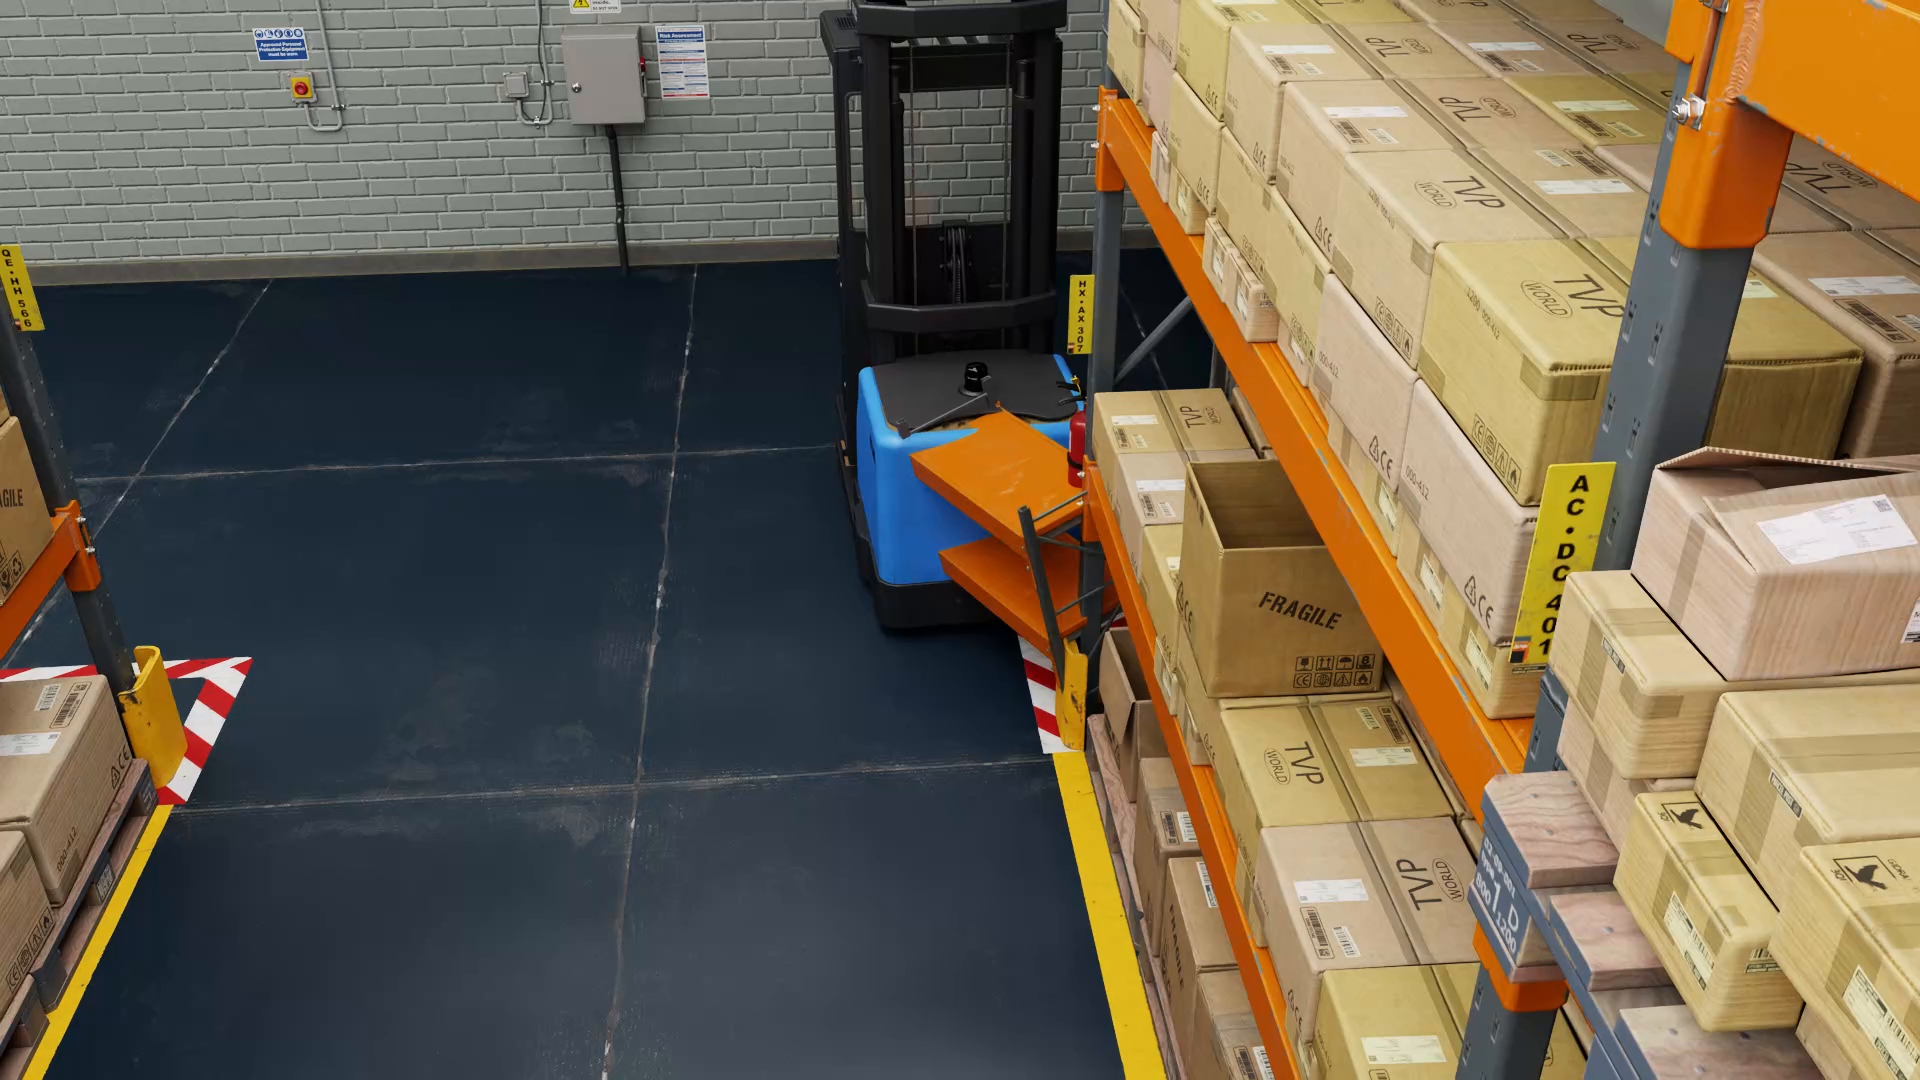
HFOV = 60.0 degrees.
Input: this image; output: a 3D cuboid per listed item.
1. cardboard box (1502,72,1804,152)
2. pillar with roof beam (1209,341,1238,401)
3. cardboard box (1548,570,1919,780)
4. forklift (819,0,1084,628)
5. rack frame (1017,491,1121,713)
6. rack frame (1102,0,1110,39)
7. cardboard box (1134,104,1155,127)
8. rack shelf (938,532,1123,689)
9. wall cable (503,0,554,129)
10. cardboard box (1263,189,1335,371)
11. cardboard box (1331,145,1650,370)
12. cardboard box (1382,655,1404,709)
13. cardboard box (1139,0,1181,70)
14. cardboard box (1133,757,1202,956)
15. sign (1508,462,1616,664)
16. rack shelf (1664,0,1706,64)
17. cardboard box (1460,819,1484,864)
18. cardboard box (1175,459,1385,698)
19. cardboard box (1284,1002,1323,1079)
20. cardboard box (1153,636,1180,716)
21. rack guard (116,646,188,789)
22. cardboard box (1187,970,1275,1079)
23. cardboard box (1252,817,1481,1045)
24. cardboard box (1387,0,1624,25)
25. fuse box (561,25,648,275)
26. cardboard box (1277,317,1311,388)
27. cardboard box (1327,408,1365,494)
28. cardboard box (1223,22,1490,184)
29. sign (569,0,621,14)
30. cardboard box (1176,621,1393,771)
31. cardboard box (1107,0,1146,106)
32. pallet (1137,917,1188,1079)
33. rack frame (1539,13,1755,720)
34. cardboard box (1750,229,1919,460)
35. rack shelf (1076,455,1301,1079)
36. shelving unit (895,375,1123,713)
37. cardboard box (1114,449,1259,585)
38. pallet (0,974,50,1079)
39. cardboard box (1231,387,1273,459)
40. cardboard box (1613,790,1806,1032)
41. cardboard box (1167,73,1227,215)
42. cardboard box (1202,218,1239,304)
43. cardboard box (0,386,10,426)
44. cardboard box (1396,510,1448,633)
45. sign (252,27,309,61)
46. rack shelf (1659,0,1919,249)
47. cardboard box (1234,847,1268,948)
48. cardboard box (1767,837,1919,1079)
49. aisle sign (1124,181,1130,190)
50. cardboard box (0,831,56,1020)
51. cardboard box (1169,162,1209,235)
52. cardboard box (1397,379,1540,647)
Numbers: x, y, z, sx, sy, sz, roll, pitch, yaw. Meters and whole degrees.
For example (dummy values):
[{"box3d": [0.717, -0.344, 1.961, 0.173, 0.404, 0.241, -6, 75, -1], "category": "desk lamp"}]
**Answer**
[{"box3d": [1.511, -0.839, 3.672, 0.500, 0.250, 0.500, -3, 31, -5], "category": "cardboard box"}, {"box3d": [-2.629, -4.315, 7.198, 9.100, 9.000, 0.400, -3, 31, -5], "category": "pillar with roof beam"}, {"box3d": [0.977, 0.159, 2.081, 0.380, 0.149, 0.250, -2, 31, -3], "category": "cardboard box"}, {"box3d": [-0.099, -1.576, 8.531, 1.130, 2.935, 3.031, -5, 31, -8], "category": "forklift"}, {"box3d": [0.565, 0.222, 7.008, 0.500, 1.125, 0.032, -28, 36, -19], "category": "rack frame"}, {"box3d": [1.012, -3.101, 5.167, 1.000, 3.000, 0.127, -3, 31, -5], "category": "rack frame"}, {"box3d": [0.810, -1.532, 5.709, 0.380, 0.149, 0.250, -2, 31, -4], "category": "cardboard box"}, {"box3d": [0.360, 0.217, 7.534, 0.538, 0.278, 1.000, -28, 36, -19], "category": "rack shelf"}, {"box3d": [-3.069, -3.674, 10.985, 0.588, 1.984, 0.122, -3, 31, -5], "category": "wall cable"}, {"box3d": [0.996, -0.596, 3.753, 0.500, 0.250, 0.500, -2, 31, -4], "category": "cardboard box"}, {"box3d": [1.043, -0.554, 3.196, 0.500, 0.250, 0.500, -3, 31, -5], "category": "cardboard box"}, {"box3d": [1.456, 0.416, 4.984, 0.500, 0.250, 0.500, -3, 31, -5], "category": "cardboard box"}, {"box3d": [0.832, -1.592, 4.934, 0.500, 0.250, 0.500, -3, 31, -5], "category": "cardboard box"}, {"box3d": [1.016, 1.122, 5.974, 0.700, 0.500, 0.500, -2, 31, -3], "category": "cardboard box"}, {"box3d": [0.846, 0.037, 2.334, 0.100, 0.325, 0.005, -3, 31, -5], "category": "sign"}, {"box3d": [1.199, -1.770, 3.642, 1.077, 0.370, 4.000, -3, 31, -5], "category": "rack shelf"}, {"box3d": [1.554, 0.932, 4.121, 0.500, 0.250, 0.500, -3, 31, -5], "category": "cardboard box"}, {"box3d": [0.926, 0.099, 4.783, 0.500, 0.500, 0.500, -2, 31, -3], "category": "cardboard box"}, {"box3d": [1.010, 1.210, 4.044, 0.380, 0.149, 0.250, -2, 31, -3], "category": "cardboard box"}, {"box3d": [0.840, 0.423, 5.361, 0.380, 0.149, 0.250, -4, 31, -6], "category": "cardboard box"}, {"box3d": [-3.932, 0.775, 6.965, 1.175, 0.500, 0.348, -3, 31, -5], "category": "rack guard"}, {"box3d": [1.113, 1.652, 5.087, 0.700, 0.500, 0.500, -4, 31, -6], "category": "cardboard box"}, {"box3d": [1.033, 0.950, 4.091, 0.500, 0.250, 0.500, -3, 31, -4], "category": "cardboard box"}, {"box3d": [1.438, -1.350, 4.528, 0.500, 0.250, 0.500, -2, 31, -4], "category": "cardboard box"}, {"box3d": [-2.375, -2.637, 11.496, 0.539, 1.711, 0.414, -3, 31, -5], "category": "fuse box"}, {"box3d": [0.978, -0.487, 3.961, 0.380, 0.149, 0.250, -2, 31, -4], "category": "cardboard box"}, {"box3d": [1.003, -0.221, 3.515, 0.380, 0.149, 0.250, -3, 31, -5], "category": "cardboard box"}, {"box3d": [0.950, -1.077, 4.071, 0.500, 0.250, 0.500, -2, 31, -3], "category": "cardboard box"}, {"box3d": [-2.449, -3.647, 11.126, 0.339, 0.242, 0.001, -3, 31, -5], "category": "sign"}, {"box3d": [0.953, 0.432, 4.958, 0.500, 0.250, 0.500, -4, 31, -6], "category": "cardboard box"}, {"box3d": [0.781, -1.637, 5.497, 0.500, 0.250, 0.500, -3, 31, -5], "category": "cardboard box"}, {"box3d": [1.205, 1.739, 5.633, 1.003, 0.211, 1.213, -3, 31, -5], "category": "pallet"}, {"box3d": [1.385, -1.059, 1.748, 1.000, 3.000, 0.127, -3, 31, -5], "category": "rack frame"}, {"box3d": [1.622, -0.316, 2.797, 0.500, 0.250, 0.500, -3, 31, -5], "category": "cardboard box"}, {"box3d": [1.199, 0.804, 5.180, 1.077, 0.370, 4.000, -3, 31, -5], "category": "rack shelf"}, {"box3d": [0.307, 0.021, 7.397, 0.538, 1.125, 1.048, -28, 36, -19], "category": "shelving unit"}, {"box3d": [0.833, -0.087, 5.827, 0.500, 0.250, 0.500, -2, 31, -4], "category": "cardboard box"}, {"box3d": [-3.666, 1.937, 5.301, 1.003, 0.211, 1.213, -3, 31, -5], "category": "pallet"}, {"box3d": [1.319, -0.367, 6.295, 0.500, 0.250, 0.500, -2, 31, -3], "category": "cardboard box"}, {"box3d": [1.007, 0.419, 1.937, 0.380, 0.149, 0.250, -2, 31, -4], "category": "cardboard box"}, {"box3d": [0.884, -1.117, 4.625, 0.500, 0.250, 0.500, -4, 31, -6], "category": "cardboard box"}, {"box3d": [0.857, -0.744, 4.391, 0.380, 0.149, 0.250, -3, 31, -4], "category": "cardboard box"}, {"box3d": [-3.648, -0.523, 5.629, 0.500, 0.500, 0.500, -2, 31, -3], "category": "cardboard box"}, {"box3d": [1.038, 0.042, 3.074, 0.380, 0.149, 0.250, -3, 31, -5], "category": "cardboard box"}, {"box3d": [-4.534, -3.309, 11.101, 0.327, 0.218, 0.001, -3, 31, -5], "category": "sign"}, {"box3d": [1.572, 0.443, 0.325, 1.077, 0.370, 4.000, -3, 31, -5], "category": "rack shelf"}, {"box3d": [0.961, 0.946, 4.486, 0.380, 0.149, 0.250, -3, 31, -5], "category": "cardboard box"}, {"box3d": [1.054, 0.424, 1.639, 0.380, 0.149, 0.250, -3, 31, -6], "category": "cardboard box"}, {"box3d": [0.713, -1.662, 6.073, 0.394, 0.787, 0.004, -3, 31, -5], "category": "aisle sign"}, {"box3d": [-3.675, 1.433, 5.515, 0.875, 0.438, 0.875, -2, 31, -3], "category": "cardboard box"}, {"box3d": [0.820, -1.002, 4.822, 0.380, 0.149, 0.250, -3, 31, -5], "category": "cardboard box"}, {"box3d": [1.091, -0.069, 2.871, 0.500, 0.250, 0.500, -3, 31, -4], "category": "cardboard box"}]
